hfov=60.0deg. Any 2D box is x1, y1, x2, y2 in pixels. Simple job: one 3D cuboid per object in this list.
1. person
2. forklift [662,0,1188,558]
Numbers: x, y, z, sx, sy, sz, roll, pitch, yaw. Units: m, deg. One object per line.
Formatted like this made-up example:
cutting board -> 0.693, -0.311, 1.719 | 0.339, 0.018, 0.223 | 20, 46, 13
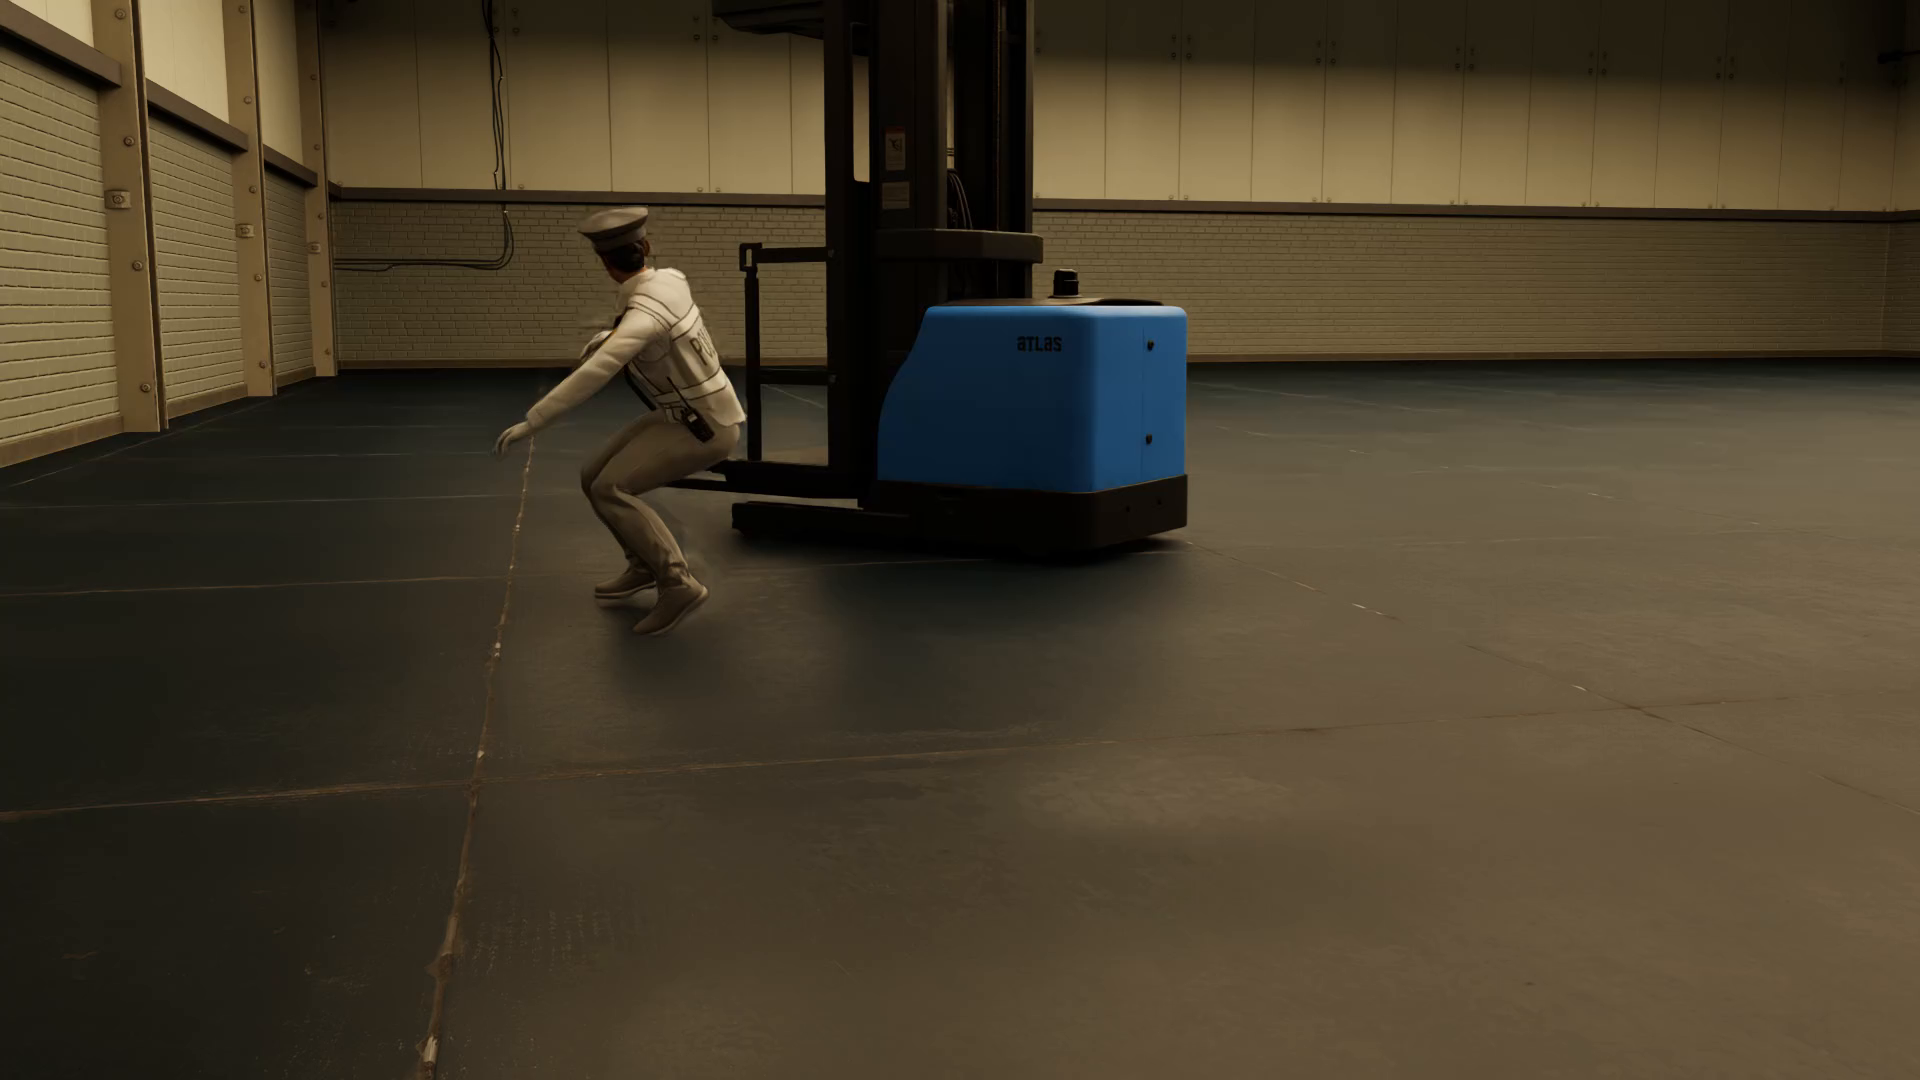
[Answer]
person -> -1.156, -0.417, 5.719 | 0.832, 1.429, 0.738 | -2, 8, -11
forklift -> -0.469, -1.507, 7.897 | 3.031, 2.935, 1.130 | 5, 9, 33
